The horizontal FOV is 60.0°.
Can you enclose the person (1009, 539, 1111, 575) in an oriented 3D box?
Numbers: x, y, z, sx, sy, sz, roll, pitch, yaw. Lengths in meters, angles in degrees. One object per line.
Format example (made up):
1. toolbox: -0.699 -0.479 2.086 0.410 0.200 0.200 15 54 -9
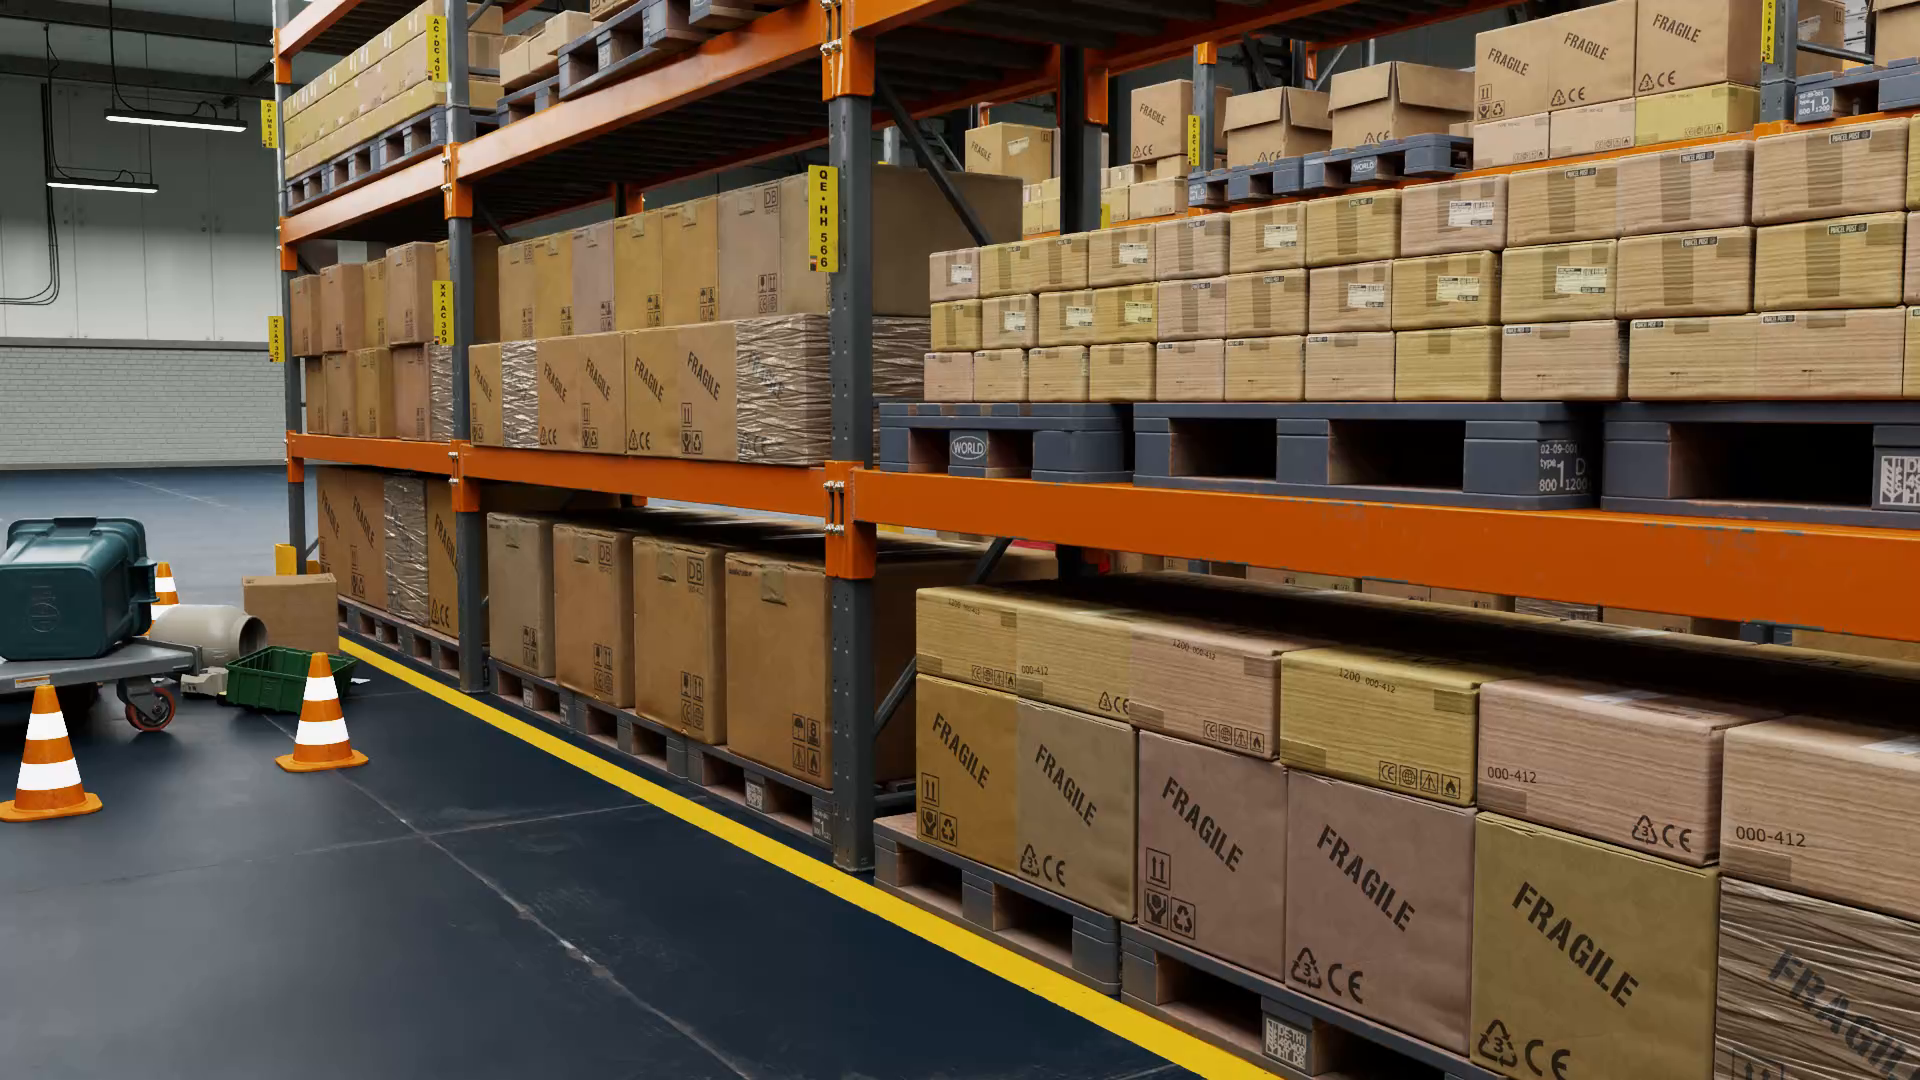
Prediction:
1. person: 0.539 0.258 9.426 0.895 0.982 0.524 -3 6 -35
